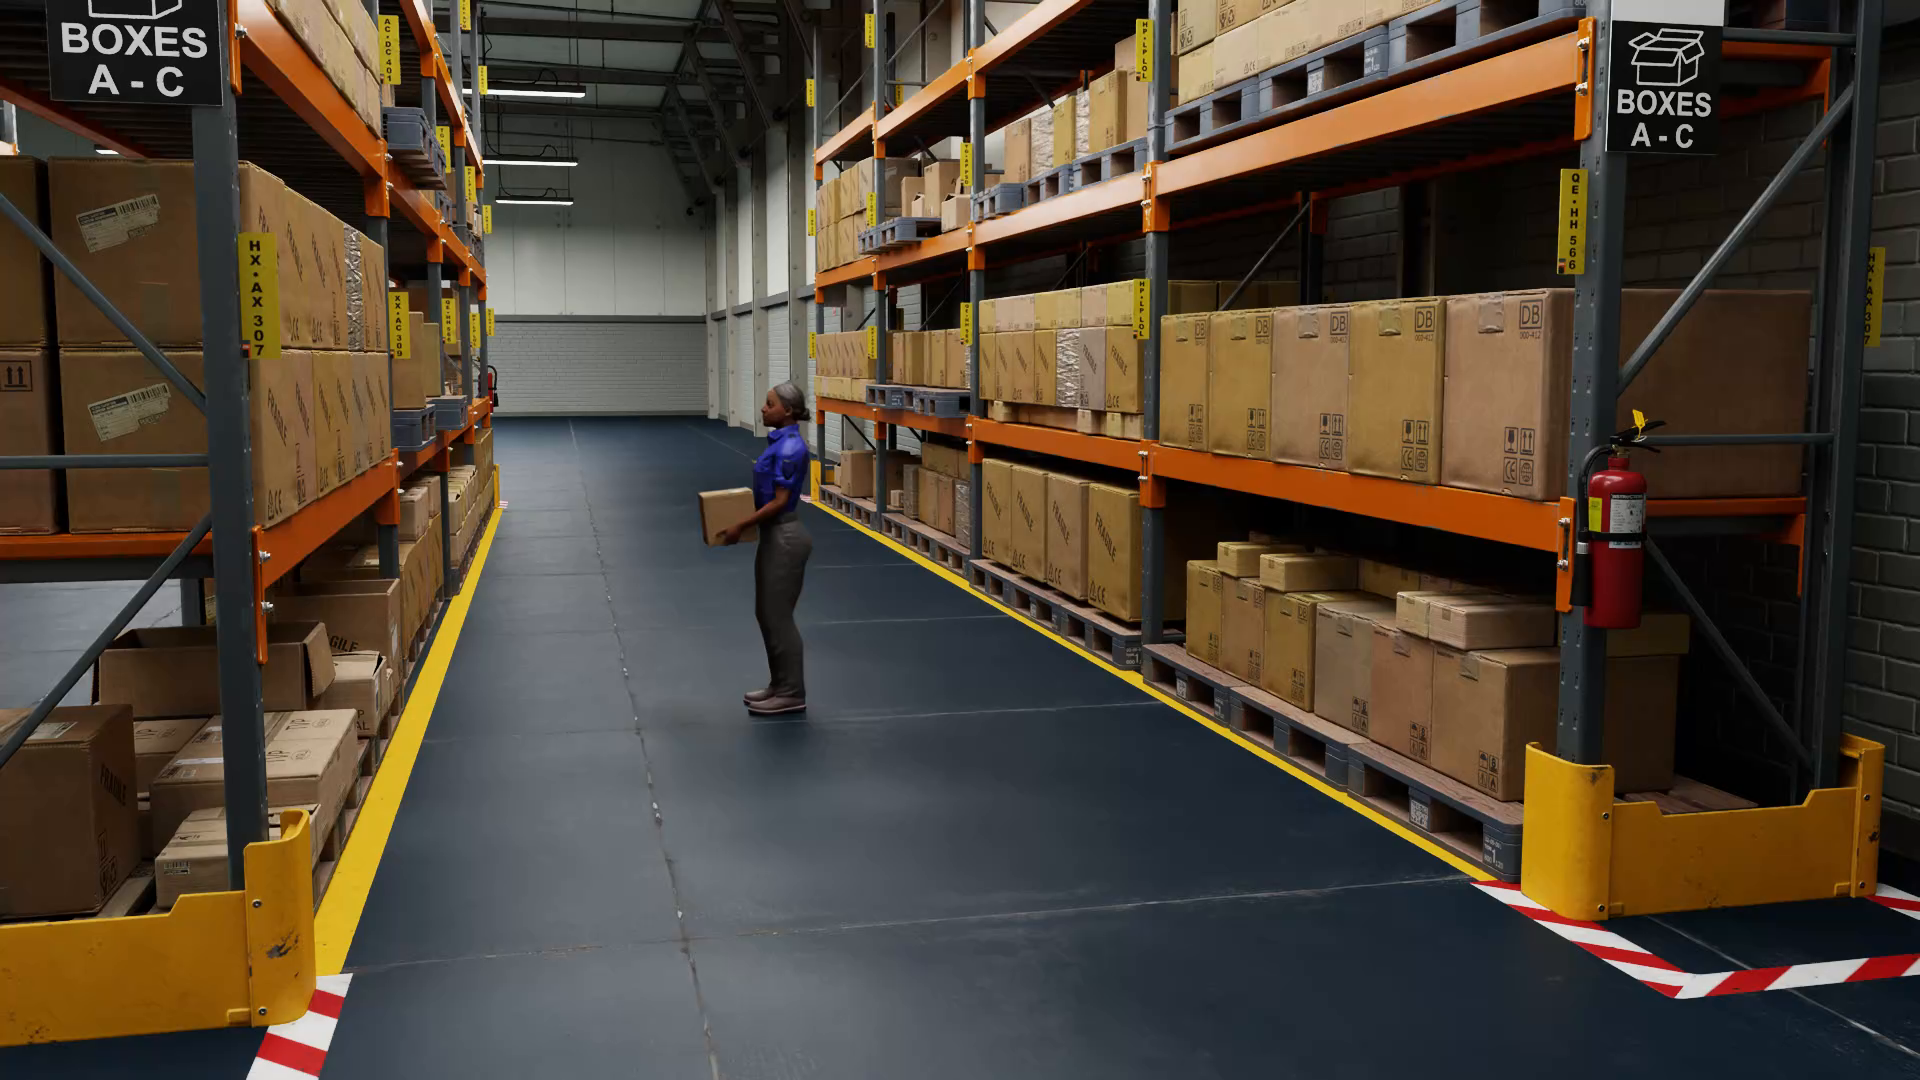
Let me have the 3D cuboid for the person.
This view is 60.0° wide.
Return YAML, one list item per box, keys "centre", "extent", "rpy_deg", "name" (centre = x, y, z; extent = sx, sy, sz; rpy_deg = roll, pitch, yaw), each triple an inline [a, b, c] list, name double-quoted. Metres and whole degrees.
- centre: [-0.925, 0.035, 8.394]
  extent: [0.348, 1.653, 0.521]
  rpy_deg: [-2, 7, -17]
  name: "person"
